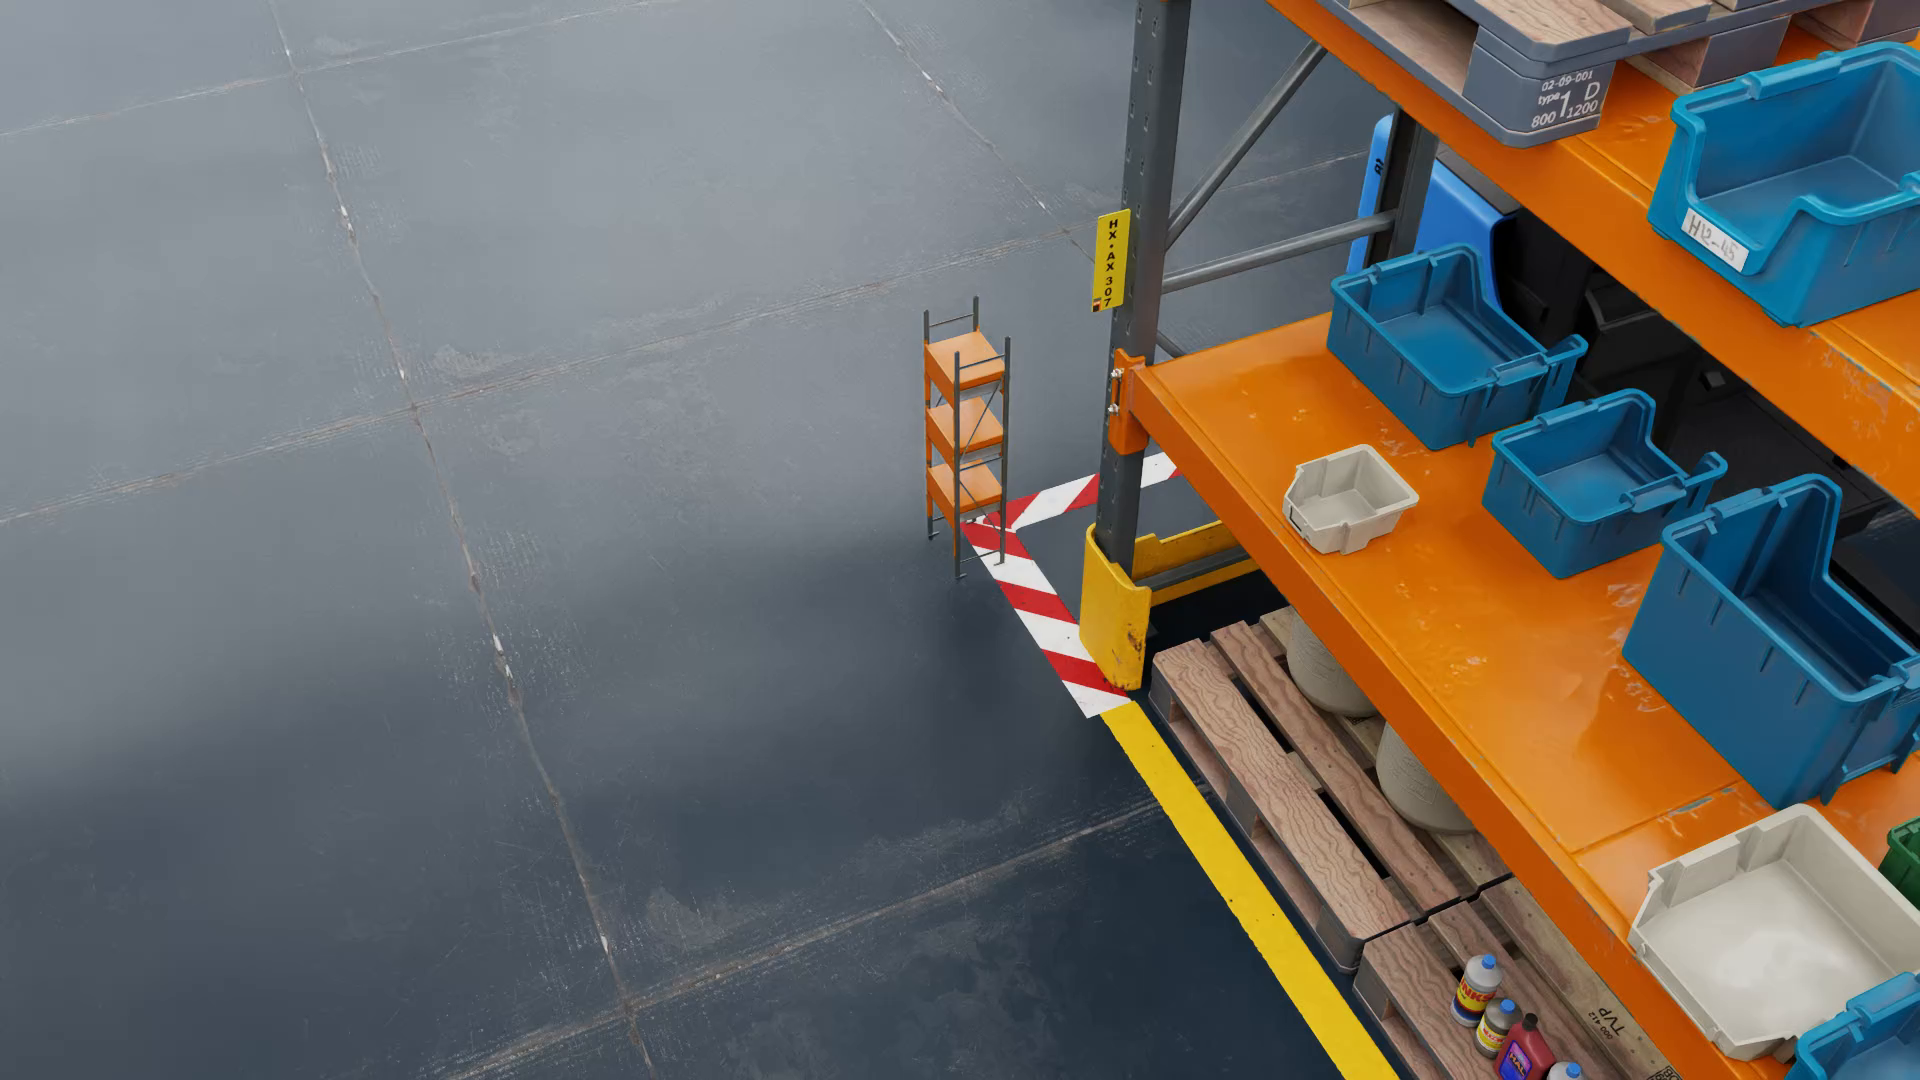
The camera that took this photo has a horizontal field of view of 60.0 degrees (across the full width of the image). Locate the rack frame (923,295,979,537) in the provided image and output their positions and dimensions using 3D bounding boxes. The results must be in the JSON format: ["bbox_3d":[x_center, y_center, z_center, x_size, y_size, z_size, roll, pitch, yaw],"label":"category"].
[{"bbox_3d":[-0.029,-0.417,5.925,0.200,1.050,0.008,-18,47,-17],"label":"rack frame"}]

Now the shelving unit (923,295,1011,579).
[{"bbox_3d":[0.022,-0.340,5.847,0.215,1.050,0.252,-18,47,-17],"label":"shelving unit"}]

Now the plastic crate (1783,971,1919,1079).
[{"bbox_3d":[1.899,1.127,3.078,0.499,0.251,0.616,-18,47,-17],"label":"plastic crate"}]

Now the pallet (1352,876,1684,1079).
[{"bbox_3d":[1.849,1.472,4.607,1.003,0.211,1.213,-18,47,-17],"label":"pallet"}]

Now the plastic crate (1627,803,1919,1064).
[{"bbox_3d":[1.698,0.833,3.458,0.530,0.136,0.437,-18,47,-17],"label":"plastic crate"}]

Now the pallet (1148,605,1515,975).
[{"bbox_3d":[1.340,0.696,5.394,1.003,0.211,1.213,-18,47,-17],"label":"pallet"}]

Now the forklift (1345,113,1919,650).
[{"bbox_3d":[2.627,-1.089,5.267,1.130,2.935,3.031,-17,47,-17],"label":"forklift"}]

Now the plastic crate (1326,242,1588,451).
[{"bbox_3d":[1.411,-0.567,4.795,0.499,0.251,0.616,-18,47,-17],"label":"plastic crate"}]

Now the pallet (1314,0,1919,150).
[{"bbox_3d":[1.188,-1.295,3.425,1.003,0.211,1.213,-18,47,-17],"label":"pallet"}]

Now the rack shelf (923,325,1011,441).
[{"bbox_3d":[0.022,-0.534,5.655,0.215,0.259,0.240,-18,47,-17],"label":"rack shelf"}]

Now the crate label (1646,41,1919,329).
[{"bbox_3d":[1.416,-0.575,2.667,0.502,0.251,0.408,-18,47,-17],"label":"crate label"}]

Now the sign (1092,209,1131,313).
[{"bbox_3d":[0.428,-0.789,4.717,0.100,0.325,0.005,-18,47,-17],"label":"sign"}]

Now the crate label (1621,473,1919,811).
[{"bbox_3d":[1.948,0.230,3.856,0.502,0.435,0.616,-18,47,-17],"label":"crate label"}]

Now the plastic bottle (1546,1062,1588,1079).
[{"bbox_3d":[1.553,1.430,4.294,0.097,0.271,0.097,0,45,0],"label":"plastic bottle"}]

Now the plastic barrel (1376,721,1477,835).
[{"bbox_3d":[1.486,0.602,4.977,0.421,0.512,0.421,0,45,0],"label":"plastic barrel"}]

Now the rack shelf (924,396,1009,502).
[{"bbox_3d":[0.022,-0.332,5.854,0.215,0.259,0.240,-18,47,-17],"label":"rack shelf"}]

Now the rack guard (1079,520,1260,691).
[{"bbox_3d":[1.003,0.074,5.819,1.175,0.500,0.348,-18,47,-17],"label":"rack guard"}]

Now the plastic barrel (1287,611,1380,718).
[{"bbox_3d":[1.275,0.283,5.300,0.421,0.512,0.421,0,45,0],"label":"plastic barrel"}]

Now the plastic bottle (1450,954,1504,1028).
[{"bbox_3d":[1.408,1.212,4.516,0.097,0.271,0.097,0,45,0],"label":"plastic bottle"}]

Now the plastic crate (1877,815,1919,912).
[{"bbox_3d":[2.296,0.826,3.428,0.450,0.188,0.662,-18,47,-17],"label":"plastic crate"}]

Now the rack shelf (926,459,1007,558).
[{"bbox_3d":[0.022,-0.134,6.049,0.215,0.259,0.240,-18,47,-17],"label":"rack shelf"}]

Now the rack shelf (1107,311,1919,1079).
[{"bbox_3d":[1.770,0.680,3.937,1.077,0.370,4.000,-18,47,-17],"label":"rack shelf"}]

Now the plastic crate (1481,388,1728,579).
[{"bbox_3d":[1.679,-0.151,4.374,0.499,0.251,0.408,-18,47,-17],"label":"plastic crate"}]

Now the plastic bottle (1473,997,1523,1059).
[{"bbox_3d":[1.452,1.303,4.473,0.097,0.201,0.097,0,45,0],"label":"plastic bottle"}]

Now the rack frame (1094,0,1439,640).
[{"bbox_3d":[0.929,-0.850,4.976,1.000,3.000,0.127,-18,47,-17],"label":"rack frame"}]

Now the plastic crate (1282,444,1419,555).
[{"bbox_3d":[1.013,-0.091,4.394,0.298,0.136,0.250,-18,47,-17],"label":"plastic crate"}]

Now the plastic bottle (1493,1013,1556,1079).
[{"bbox_3d":[1.487,1.357,4.360,0.061,0.283,0.133,-17,47,-17],"label":"plastic bottle"}]

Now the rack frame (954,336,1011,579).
[{"bbox_3d":[0.073,-0.262,5.768,0.200,1.050,0.008,-18,47,-17],"label":"rack frame"}]
